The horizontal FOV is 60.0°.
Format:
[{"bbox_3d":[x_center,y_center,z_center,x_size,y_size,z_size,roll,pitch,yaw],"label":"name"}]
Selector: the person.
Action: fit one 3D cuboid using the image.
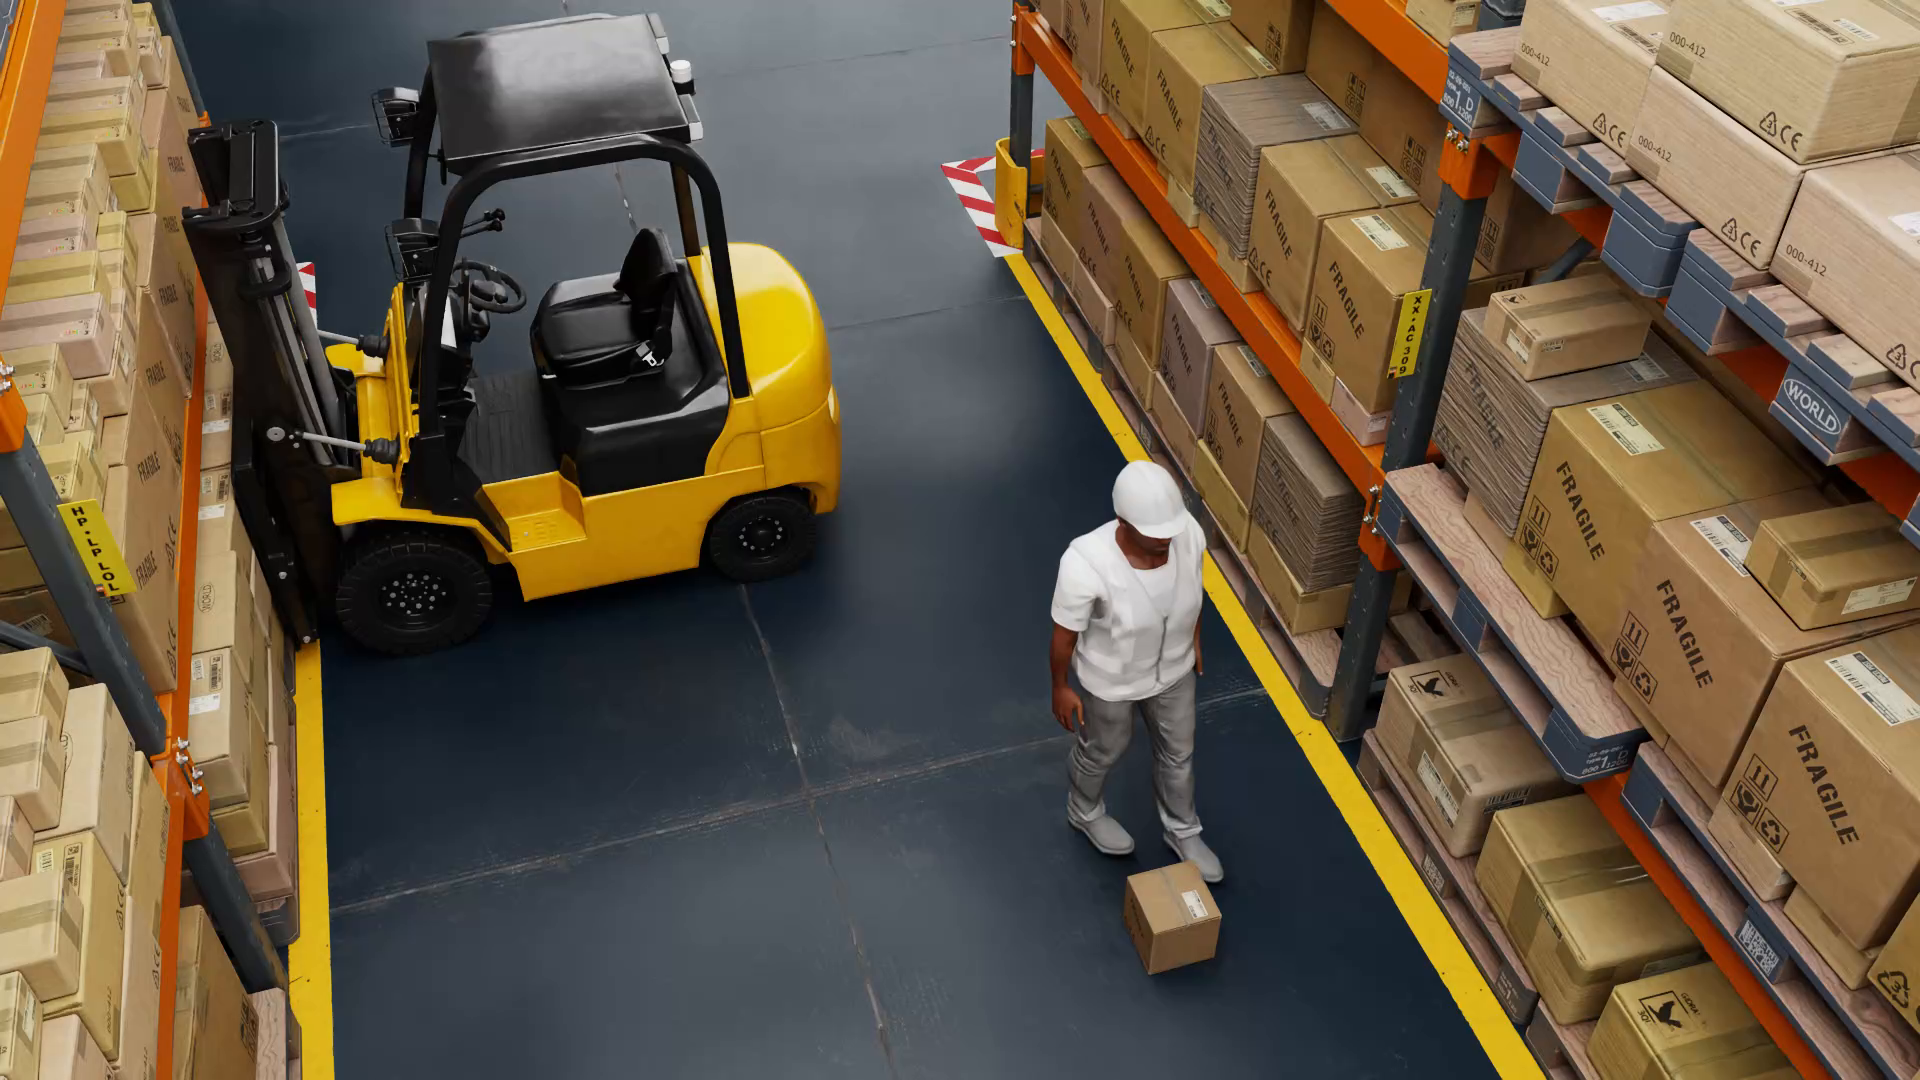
[{"bbox_3d":[0.636,0.497,5.582,0.589,1.768,0.591,-19,45,-20],"label":"person"}]
